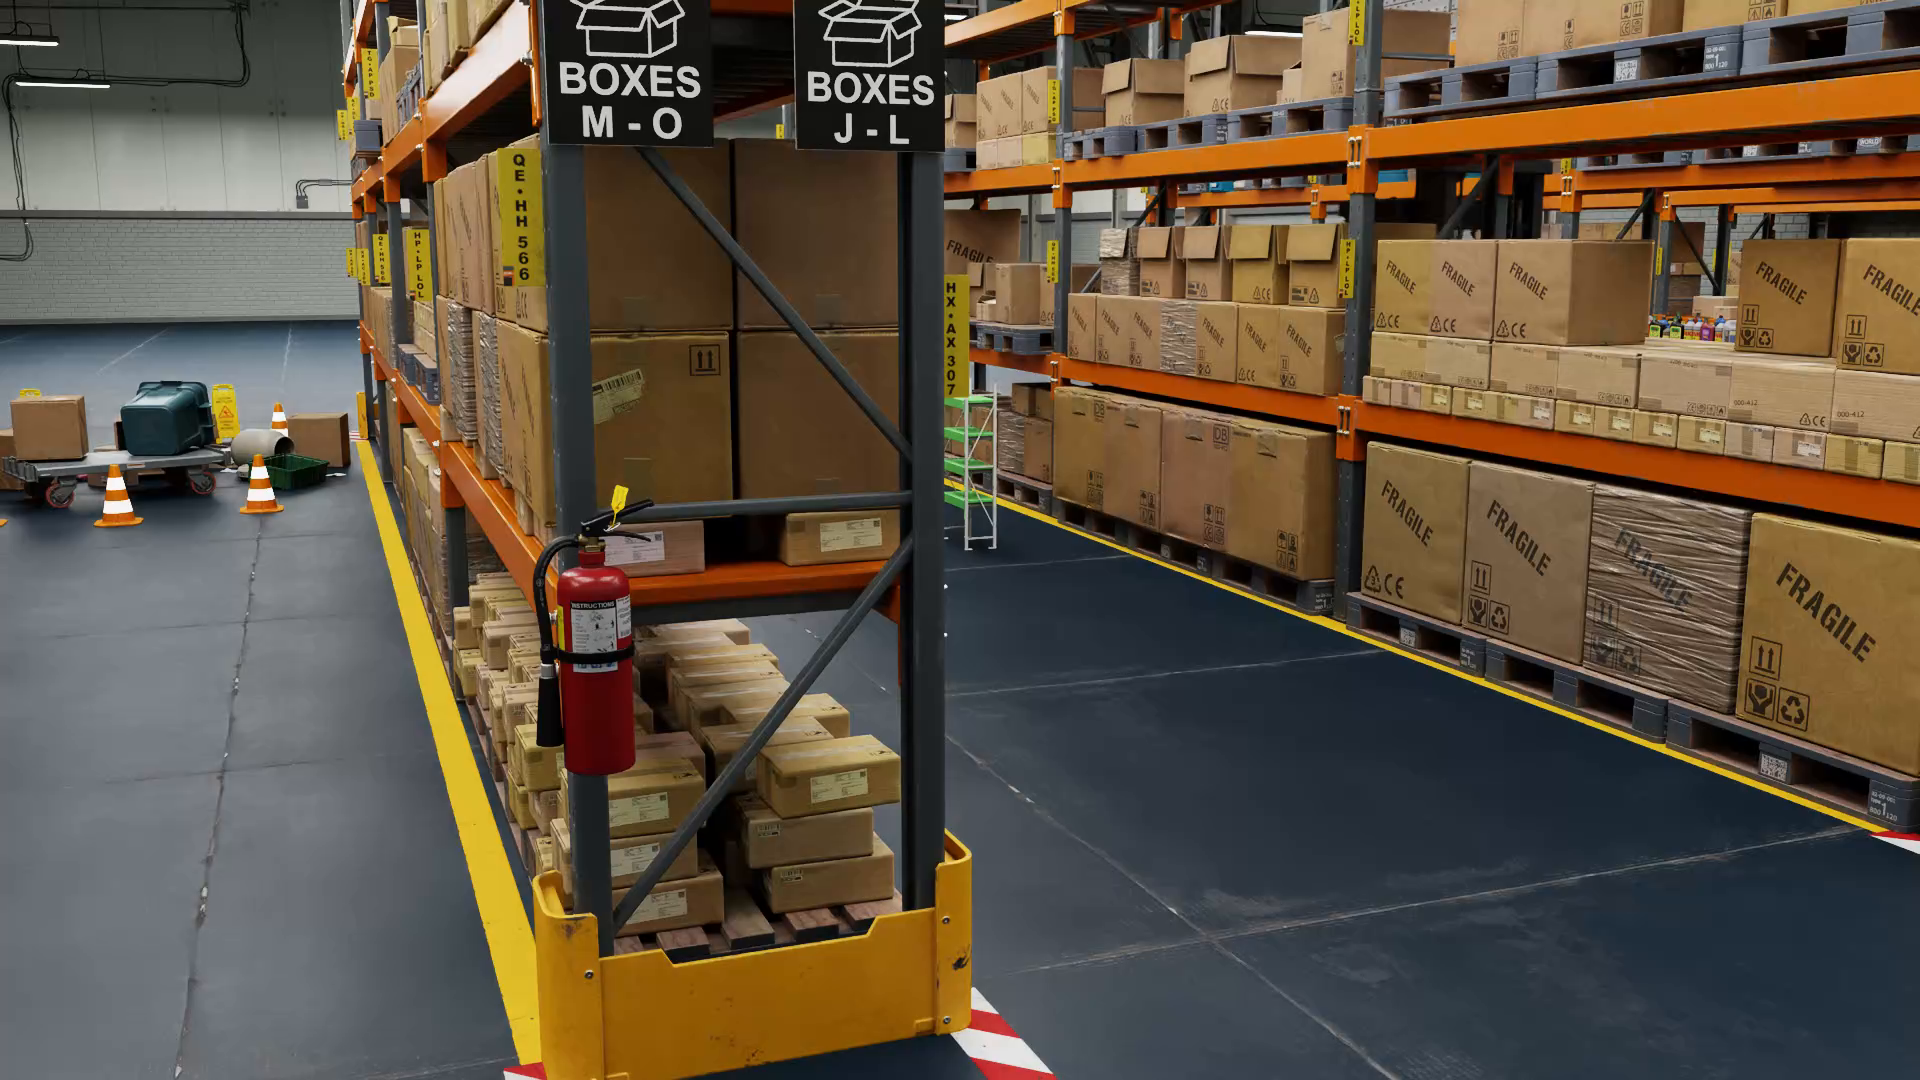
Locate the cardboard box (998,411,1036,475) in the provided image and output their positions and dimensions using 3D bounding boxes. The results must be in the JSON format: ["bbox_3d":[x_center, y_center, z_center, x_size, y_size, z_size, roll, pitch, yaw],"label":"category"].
[{"bbox_3d":[0.758,-0.868,14.613,0.700,0.500,0.500,-5,11,-26],"label":"cardboard box"}]

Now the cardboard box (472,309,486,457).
[{"bbox_3d":[-1.476,-0.581,5.986,0.500,0.500,0.500,-3,11,-18],"label":"cardboard box"}]

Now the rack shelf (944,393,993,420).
[{"bbox_3d":[0.060,-0.973,12.090,0.258,0.148,0.480,-4,11,-21],"label":"rack shelf"}]

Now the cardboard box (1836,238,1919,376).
[{"bbox_3d":[3.710,-0.883,6.255,0.500,0.500,0.500,-4,11,-20],"label":"cardboard box"}]

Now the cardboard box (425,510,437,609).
[{"bbox_3d":[-2.666,0.103,9.216,0.500,0.500,0.500,-4,11,-22],"label":"cardboard box"}]

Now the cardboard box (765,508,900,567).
[{"bbox_3d":[-0.340,-0.030,4.739,0.380,0.149,0.250,-4,11,-21],"label":"cardboard box"}]

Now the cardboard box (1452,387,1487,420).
[{"bbox_3d":[2.767,-0.709,8.559,0.380,0.149,0.250,-4,11,-22],"label":"cardboard box"}]

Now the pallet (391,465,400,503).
[{"bbox_3d":[-4.527,-0.544,14.878,1.003,0.211,1.213,-4,11,-21],"label":"pallet"}]

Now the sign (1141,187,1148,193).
[{"bbox_3d":[2.435,-4.751,21.973,0.100,0.325,0.005,-4,11,-21],"label":"sign"}]

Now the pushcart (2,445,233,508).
[{"bbox_3d":[-7.347,-0.570,14.545,1.648,0.377,0.936,-9,13,-40],"label":"pushcart"}]

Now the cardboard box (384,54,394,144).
[{"bbox_3d":[-3.280,-2.720,10.297,0.500,0.500,0.500,-4,11,-21],"label":"cardboard box"}]

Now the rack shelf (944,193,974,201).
[{"bbox_3d":[-0.942,-3.786,18.627,1.077,0.370,4.000,-4,11,-21],"label":"rack shelf"}]

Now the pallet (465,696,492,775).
[{"bbox_3d":[-1.701,0.748,7.614,1.003,0.211,1.213,-4,11,-21],"label":"pallet"}]

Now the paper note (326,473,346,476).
[{"bbox_3d":[-5.964,-0.629,15.868,0.142,0.020,0.147,5,11,28],"label":"paper note"}]

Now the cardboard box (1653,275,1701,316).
[{"bbox_3d":[8.850,-3.086,20.919,0.700,0.500,0.500,-4,11,-22],"label":"cardboard box"}]

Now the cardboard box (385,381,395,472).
[{"bbox_3d":[-4.568,-1.042,14.937,1.050,0.750,0.750,-4,11,-21],"label":"cardboard box"}]

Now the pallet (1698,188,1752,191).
[{"bbox_3d":[9.349,-4.204,19.472,0.805,0.209,1.217,-4,11,-23],"label":"pallet"}]

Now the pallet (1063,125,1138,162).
[{"bbox_3d":[1.515,-2.966,12.503,1.213,0.211,1.003,-3,11,-18],"label":"pallet"}]

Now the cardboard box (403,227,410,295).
[{"bbox_3d":[-3.765,-2.083,12.427,0.700,0.500,0.500,-4,11,-22],"label":"cardboard box"}]

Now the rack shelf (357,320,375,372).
[{"bbox_3d":[-5.601,-2.011,17.213,1.077,0.370,4.000,-4,11,-21],"label":"rack shelf"}]

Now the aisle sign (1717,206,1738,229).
[{"bbox_3d":[11.878,-5.205,25.695,0.394,0.787,0.004,-4,11,-21],"label":"aisle sign"}]

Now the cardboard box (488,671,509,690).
[{"bbox_3d":[-1.642,0.606,6.539,0.380,0.149,0.250,-4,11,-21],"label":"cardboard box"}]

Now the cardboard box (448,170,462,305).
[{"bbox_3d":[-1.685,-1.164,6.407,0.500,0.500,0.500,-4,11,-20],"label":"cardboard box"}]

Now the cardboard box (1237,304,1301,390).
[{"bbox_3d":[2.085,-1.220,10.430,0.500,0.500,0.500,-4,11,-19],"label":"cardboard box"}]

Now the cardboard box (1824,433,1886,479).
[{"bbox_3d":[3.600,-0.334,6.449,0.380,0.149,0.250,-4,11,-20],"label":"cardboard box"}]

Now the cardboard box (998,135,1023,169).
[{"bbox_3d":[0.639,-3.229,13.871,0.500,0.250,0.500,-4,11,-21],"label":"cardboard box"}]

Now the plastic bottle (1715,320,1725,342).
[{"bbox_3d":[6.139,-1.634,13.411,0.097,0.271,0.097,0,10,0],"label":"plastic bottle"}]

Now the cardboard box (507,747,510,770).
[{"bbox_3d":[-1.449,0.837,6.089,0.380,0.149,0.250,-4,11,-20],"label":"cardboard box"}]

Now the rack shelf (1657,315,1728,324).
[{"bbox_3d":[9.742,-2.284,18.750,1.077,0.370,4.000,-4,11,-21],"label":"rack shelf"}]

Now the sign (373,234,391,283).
[{"bbox_3d":[-3.943,-1.920,11.342,0.100,0.325,0.005,-4,11,-21],"label":"sign"}]

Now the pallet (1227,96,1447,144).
[{"bbox_3d":[2.304,-2.560,10.228,0.805,0.209,1.217,-4,11,-23],"label":"pallet"}]

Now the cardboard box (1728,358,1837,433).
[{"bbox_3d":[3.525,-0.596,6.783,0.500,0.250,0.500,-4,11,-22],"label":"cardboard box"}]

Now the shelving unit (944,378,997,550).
[{"bbox_3d":[0.060,-0.564,12.163,0.258,1.200,0.503,-4,11,-21],"label":"shelving unit"}]

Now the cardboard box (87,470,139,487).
[{"bbox_3d":[-7.748,-0.631,15.209,0.396,0.266,0.258,5,11,28],"label":"cardboard box"}]

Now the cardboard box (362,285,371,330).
[{"bbox_3d":[-5.844,-2.520,17.592,0.875,0.550,0.550,-4,11,-21],"label":"cardboard box"}]

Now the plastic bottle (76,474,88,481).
[{"bbox_3d":[-8.173,-0.591,15.566,0.133,0.061,0.283,-2,10,-11],"label":"plastic bottle"}]

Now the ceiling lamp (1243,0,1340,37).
[{"bbox_3d":[5.911,-10.606,29.684,2.000,3.185,0.800,-4,11,-21],"label":"ceiling lamp"}]

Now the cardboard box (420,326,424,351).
[{"bbox_3d":[-3.258,-1.295,10.653,0.380,0.149,0.250,-3,11,-18],"label":"cardboard box"}]

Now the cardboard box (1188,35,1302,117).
[{"bbox_3d":[1.992,-3.086,11.146,0.797,0.503,0.637,-4,11,-22],"label":"cardboard box"}]

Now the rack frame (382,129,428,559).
[{"bbox_3d":[-3.427,-1.386,11.644,1.000,3.000,0.127,-4,11,-21],"label":"rack frame"}]

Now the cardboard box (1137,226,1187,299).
[{"bbox_3d":[1.716,-2.000,11.949,0.797,0.503,0.637,-4,11,-20],"label":"cardboard box"}]

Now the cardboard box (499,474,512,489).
[{"bbox_3d":[-1.517,-0.289,6.198,0.380,0.149,0.250,-3,11,-19],"label":"cardboard box"}]

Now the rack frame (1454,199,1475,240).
[{"bbox_3d":[7.568,-3.618,24.193,1.000,3.000,0.127,-4,11,-21],"label":"rack frame"}]

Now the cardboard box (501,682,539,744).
[{"bbox_3d":[-1.390,0.588,5.790,0.380,0.149,0.250,-3,11,-19],"label":"cardboard box"}]

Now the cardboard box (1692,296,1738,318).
[{"bbox_3d":[9.236,-2.813,20.099,0.500,0.250,0.500,-3,11,-17],"label":"cardboard box"}]

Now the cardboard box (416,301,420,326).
[{"bbox_3d":[-3.339,-1.479,10.840,0.380,0.149,0.250,-3,11,-18],"label":"cardboard box"}]

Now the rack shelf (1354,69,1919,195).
[{"bbox_3d":[3.407,-1.827,7.616,1.077,0.370,4.000,-4,11,-21],"label":"rack shelf"}]

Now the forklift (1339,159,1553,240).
[{"bbox_3d":[3.517,-1.504,12.508,1.130,2.935,3.031,-4,11,-20],"label":"forklift"}]

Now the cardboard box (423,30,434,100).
[{"bbox_3d":[-2.056,-2.043,7.205,0.500,0.250,0.500,-3,11,-18],"label":"cardboard box"}]

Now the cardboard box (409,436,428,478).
[{"bbox_3d":[-3.219,-0.520,10.576,0.500,0.250,0.500,-4,11,-22],"label":"cardboard box"}]

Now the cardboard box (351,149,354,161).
[{"bbox_3d":[-6.317,-4.142,17.806,0.380,0.149,0.250,-4,11,-21],"label":"cardboard box"}]

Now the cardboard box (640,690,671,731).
[{"bbox_3d":[-1.010,0.659,6.245,0.380,0.149,0.250,-3,11,-18],"label":"cardboard box"}]

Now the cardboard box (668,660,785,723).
[{"bbox_3d":[-0.844,0.549,6.009,0.380,0.149,0.250,-3,11,-19],"label":"cardboard box"}]

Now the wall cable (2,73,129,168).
[{"bbox_3d":[-24.301,-11.419,45.365,3.097,2.526,0.112,-4,11,-21],"label":"wall cable"}]
